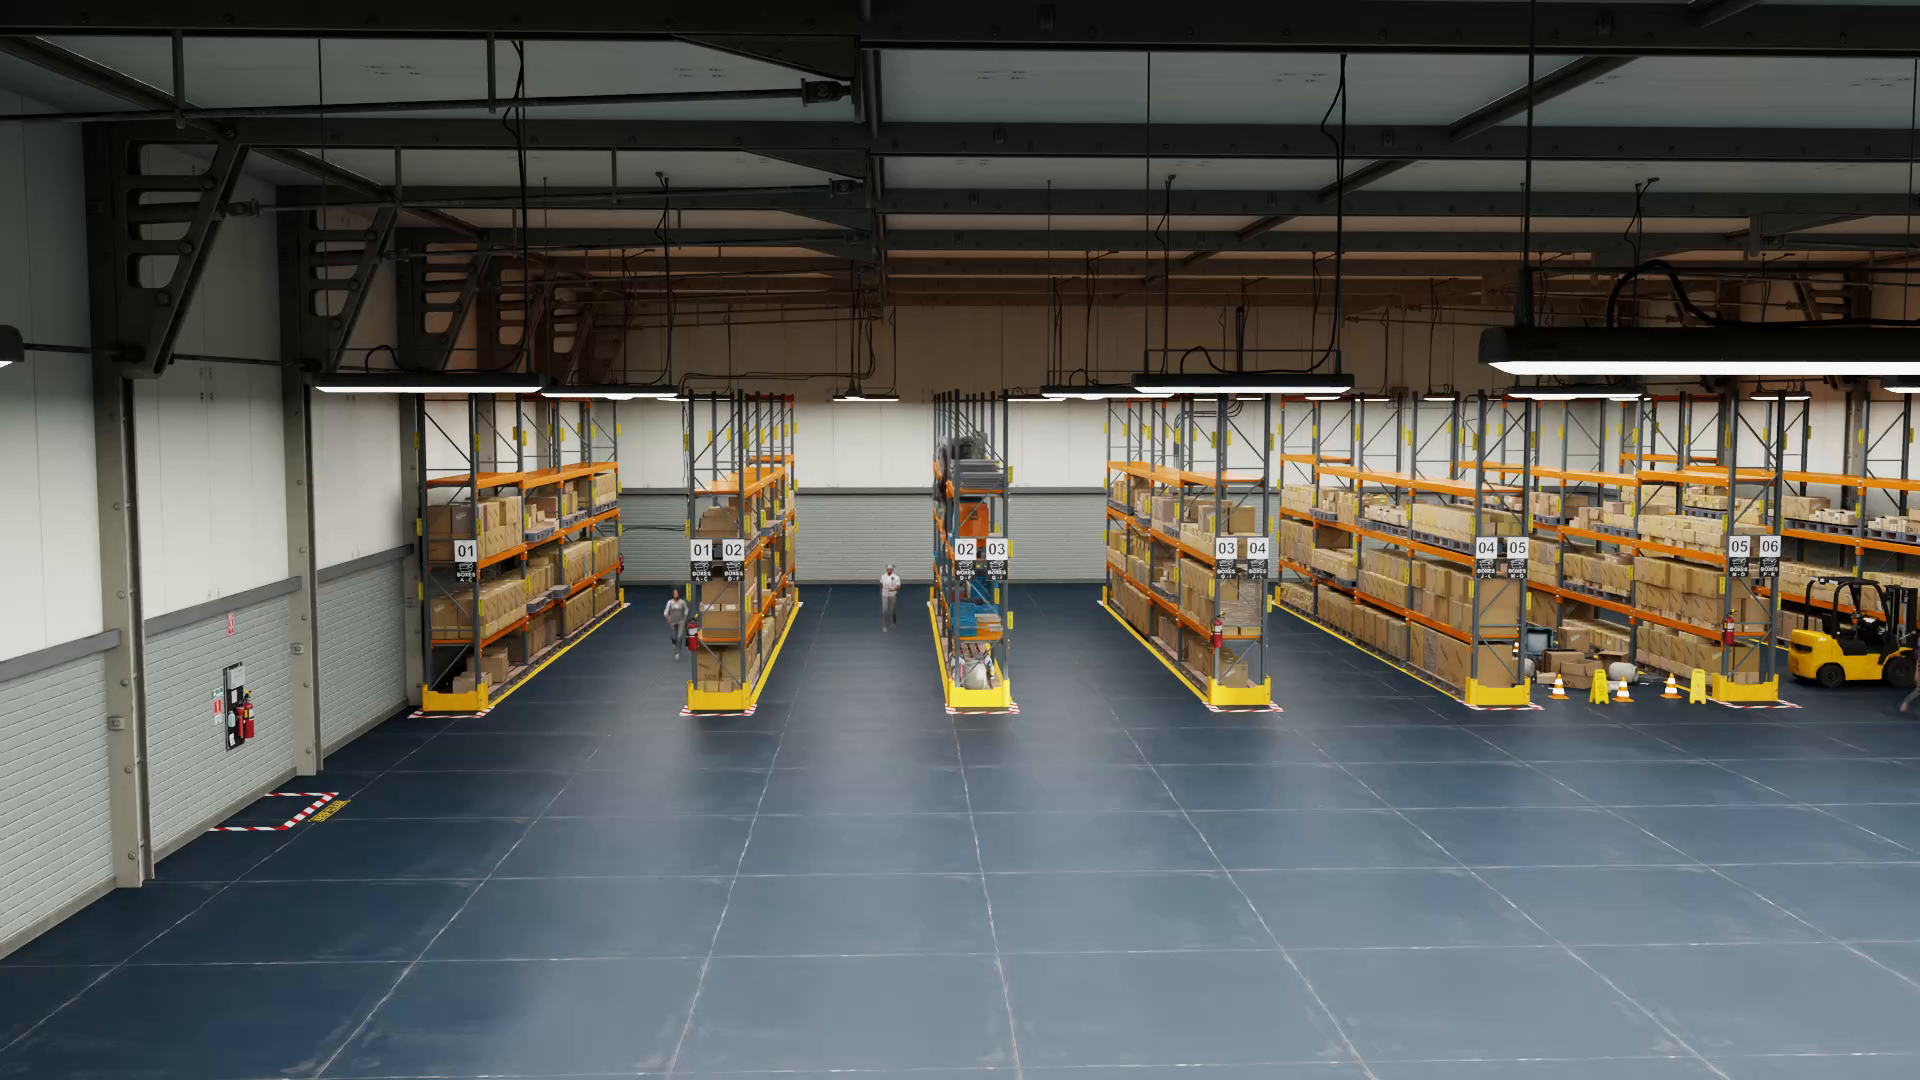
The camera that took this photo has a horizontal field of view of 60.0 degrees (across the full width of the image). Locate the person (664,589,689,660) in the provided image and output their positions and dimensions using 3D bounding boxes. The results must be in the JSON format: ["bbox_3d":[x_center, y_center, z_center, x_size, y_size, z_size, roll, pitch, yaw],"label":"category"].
[{"bbox_3d":[-6.400,1.890,37.568,0.545,1.569,0.632,-1,5,-9],"label":"person"}]

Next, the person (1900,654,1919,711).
[{"bbox_3d":[17.709,2.438,30.485,0.673,1.595,0.613,0,5,0],"label":"person"}]

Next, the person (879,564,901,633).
[{"bbox_3d":[-1.776,1.449,42.026,0.581,1.733,0.848,1,5,9],"label":"person"}]
